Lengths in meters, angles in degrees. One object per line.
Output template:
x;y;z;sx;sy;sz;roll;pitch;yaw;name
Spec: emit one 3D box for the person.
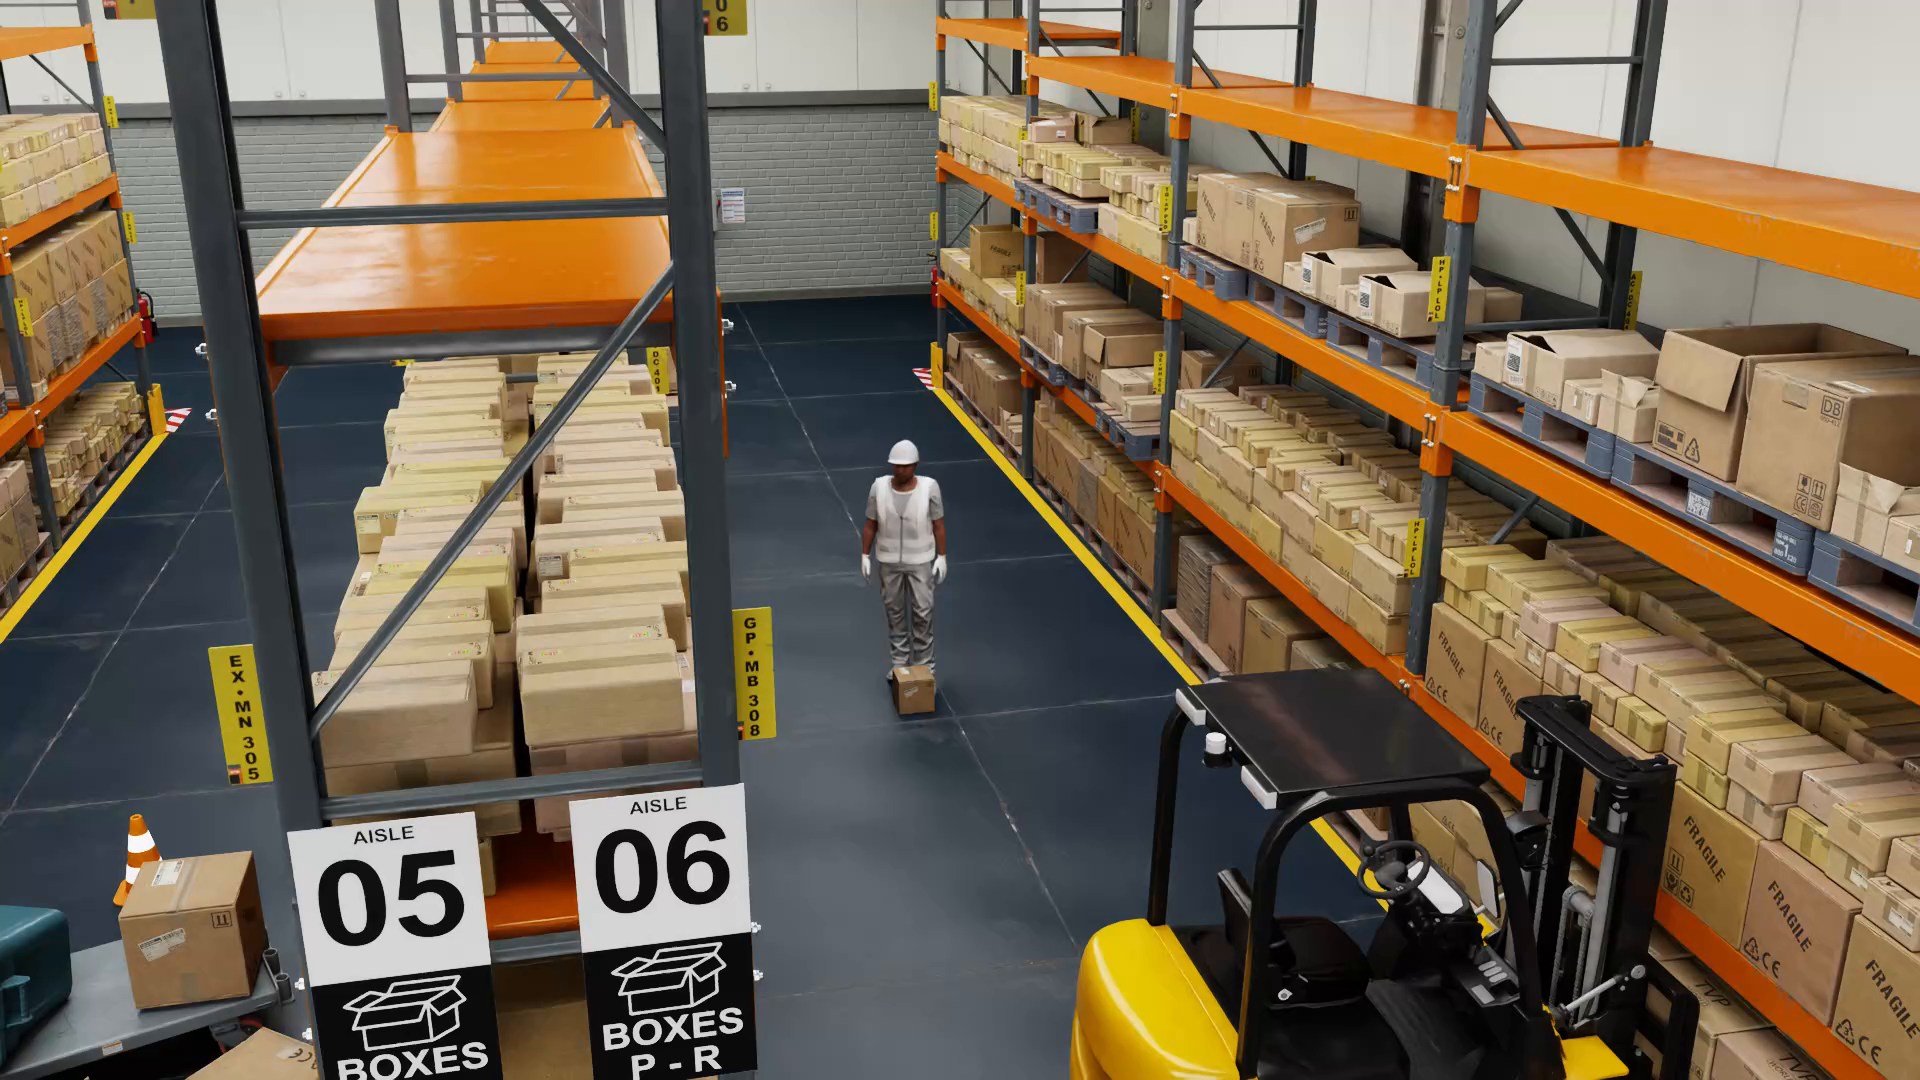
-0.414;0.187;11.808;0.606;1.800;0.539;3;20;8;person
